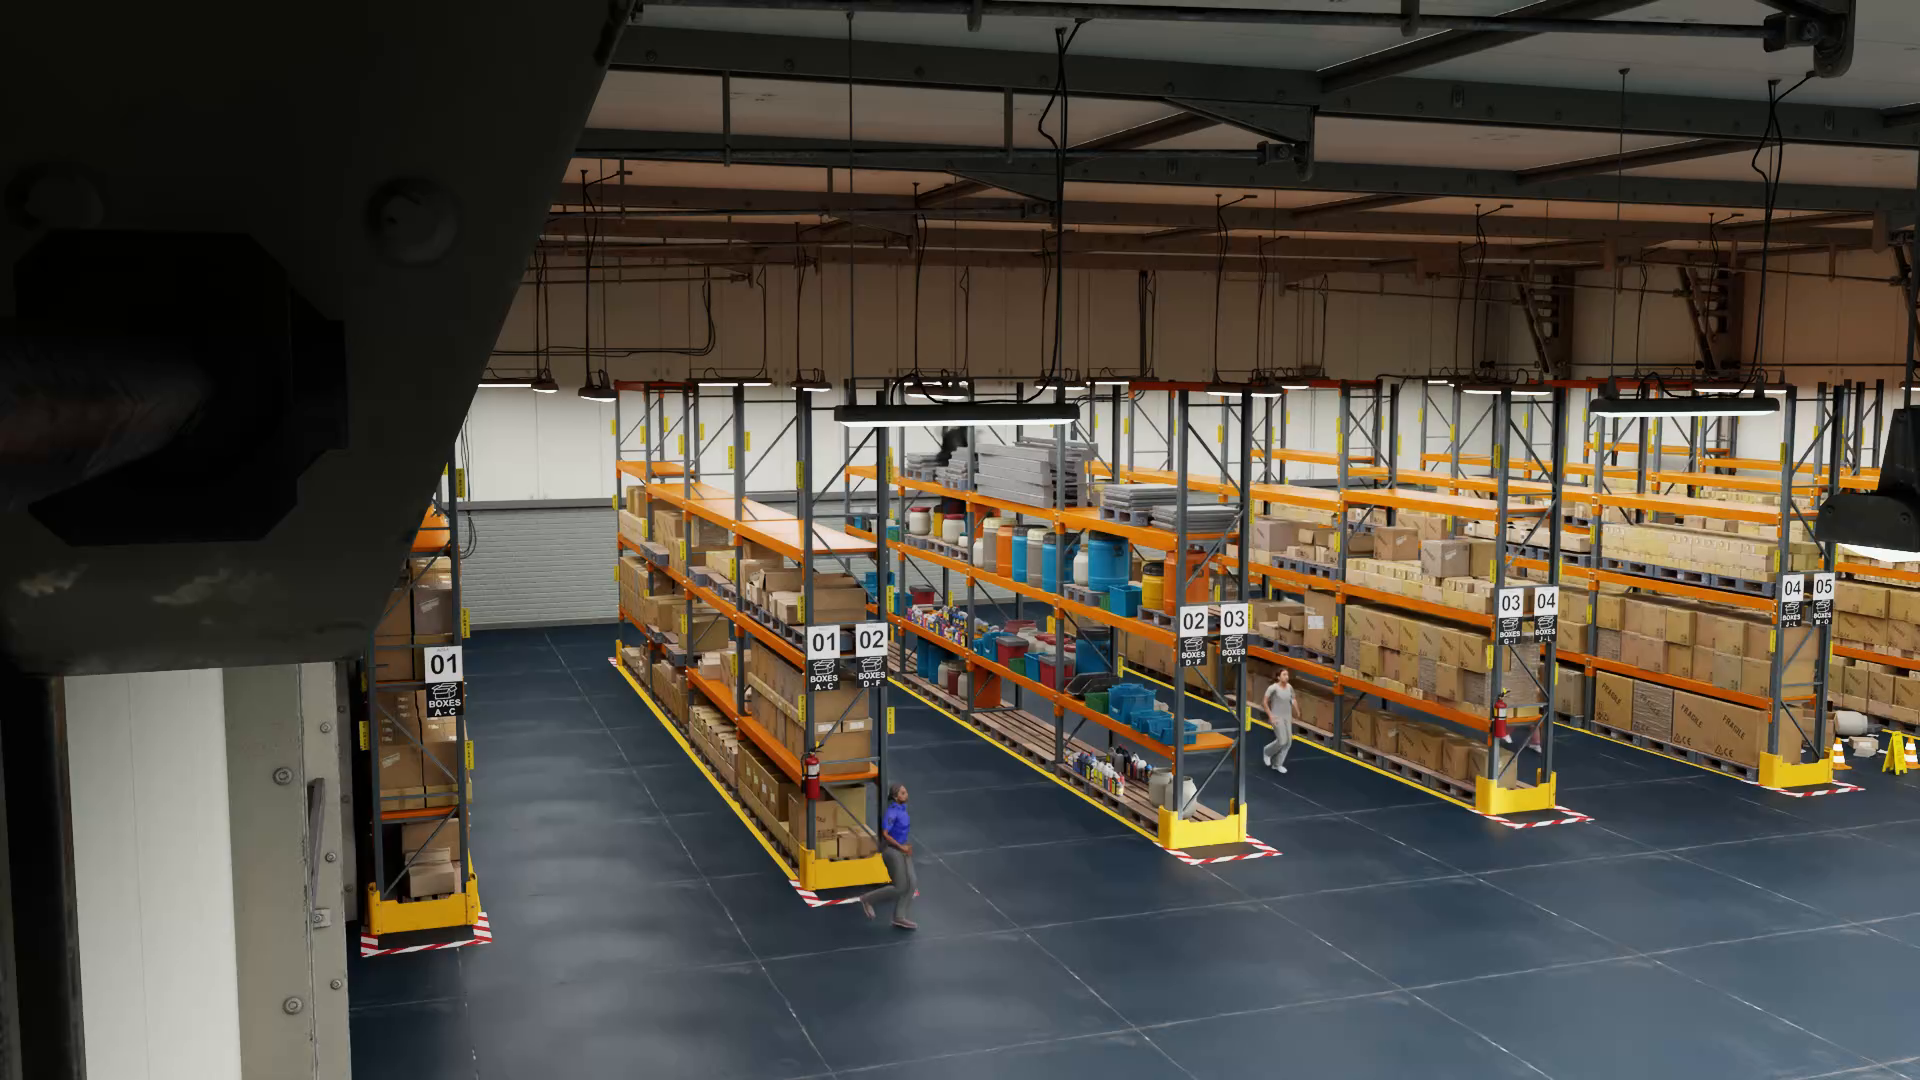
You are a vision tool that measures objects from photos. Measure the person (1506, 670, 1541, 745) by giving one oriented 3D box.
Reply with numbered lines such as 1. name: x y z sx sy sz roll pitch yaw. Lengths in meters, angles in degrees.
1. person: 9.290 2.551 27.424 0.598 1.584 0.705 -4 7 -32

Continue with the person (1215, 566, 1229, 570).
1. person: 6.464 1.212 41.064 0.775 1.666 0.722 -4 7 -33

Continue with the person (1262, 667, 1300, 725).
1. person: 5.035 2.415 25.795 0.579 0.877 0.424 -3 7 -29
